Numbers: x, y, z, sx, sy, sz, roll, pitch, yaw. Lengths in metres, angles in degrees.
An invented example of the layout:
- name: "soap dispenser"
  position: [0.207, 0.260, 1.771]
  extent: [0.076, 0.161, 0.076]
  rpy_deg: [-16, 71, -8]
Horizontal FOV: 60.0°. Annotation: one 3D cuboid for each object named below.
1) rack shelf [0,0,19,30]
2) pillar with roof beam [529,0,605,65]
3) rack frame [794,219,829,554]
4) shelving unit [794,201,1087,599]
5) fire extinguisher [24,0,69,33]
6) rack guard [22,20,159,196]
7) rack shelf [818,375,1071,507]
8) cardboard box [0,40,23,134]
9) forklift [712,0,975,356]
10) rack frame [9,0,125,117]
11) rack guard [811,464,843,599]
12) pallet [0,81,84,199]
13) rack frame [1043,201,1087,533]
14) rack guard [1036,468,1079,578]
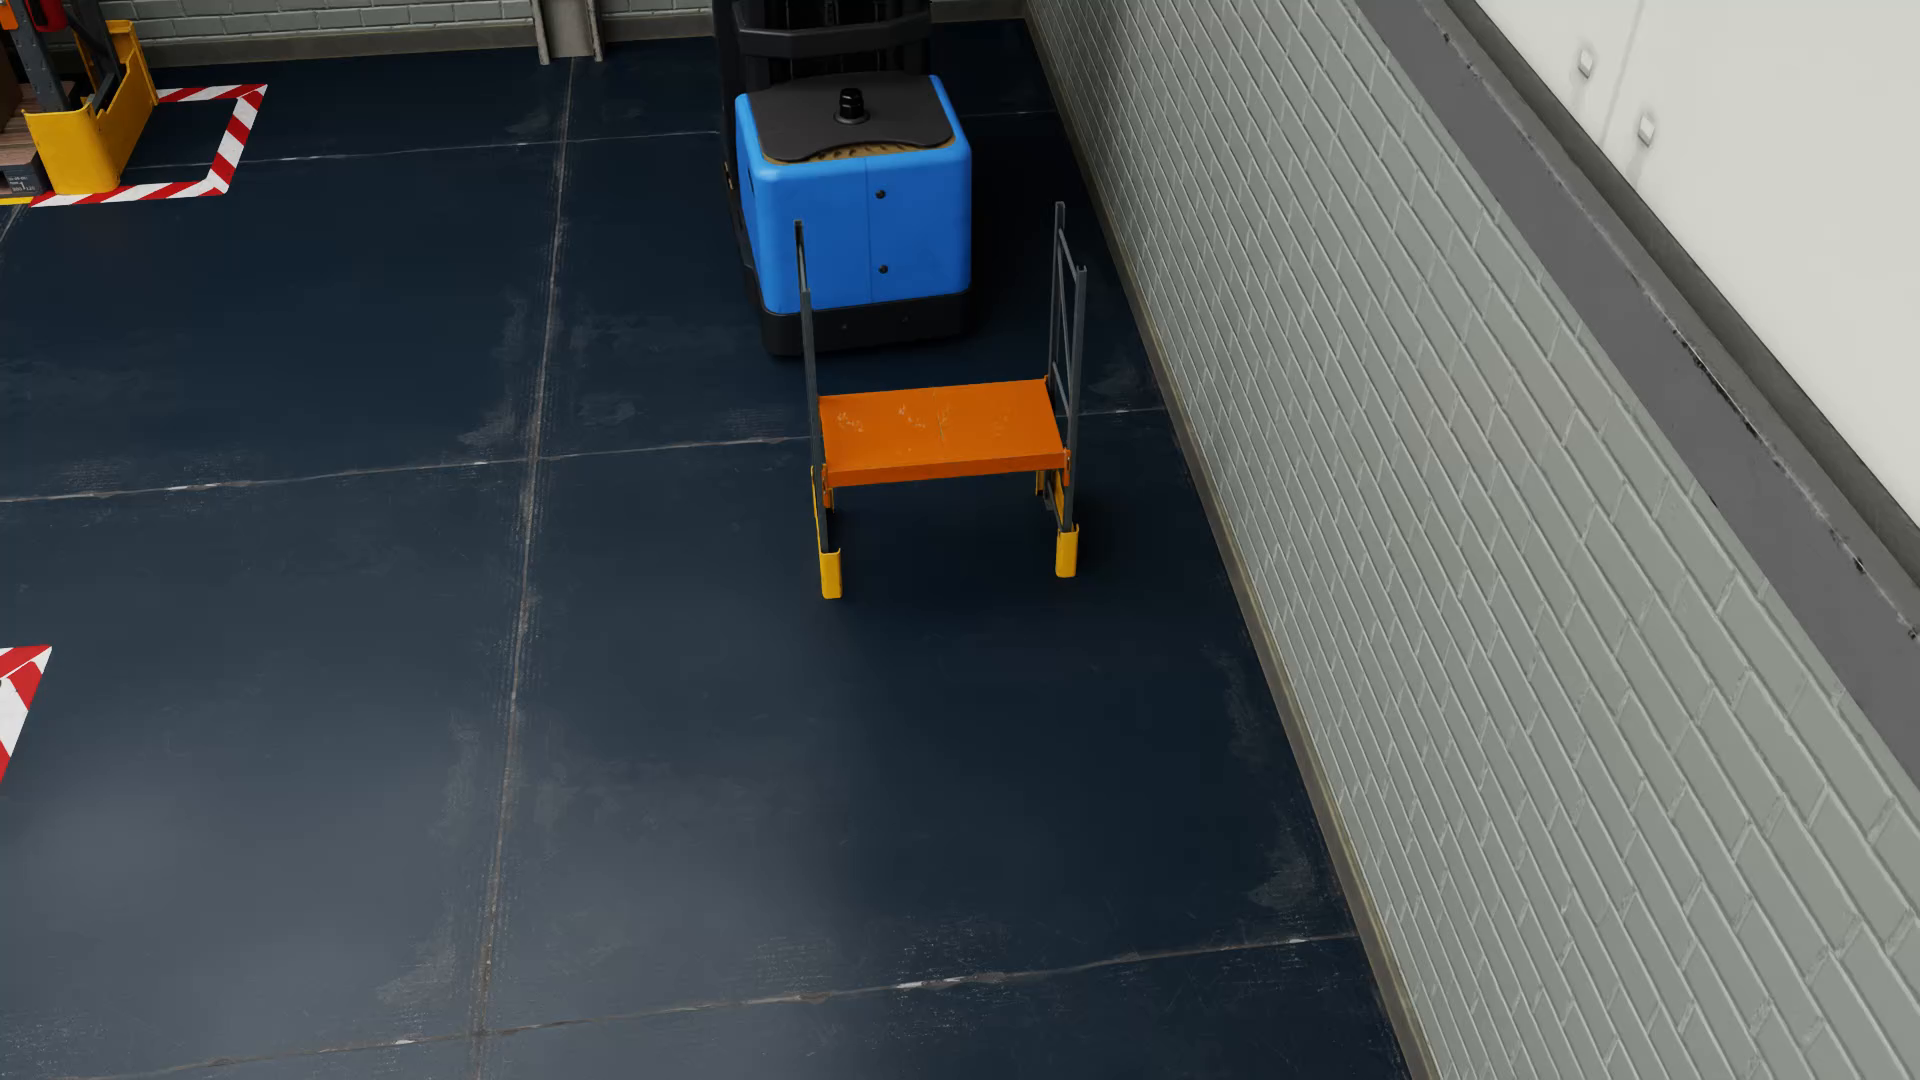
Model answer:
- name: "rack shelf"
  position: [-7.047, -3.018, 8.894]
  extent: [4.000, 0.370, 1.077]
  rpy_deg: [-5, 42, -6]
- name: "pillar with roof beam"
  position: [-1.941, -3.636, 4.563]
  extent: [0.400, 9.000, 9.100]
  rpy_deg: [-5, 42, -6]
- name: "rack frame"
  position: [-0.589, -0.505, 6.691]
  extent: [0.032, 1.500, 0.500]
  rpy_deg: [-5, 42, -6]
- name: "shelving unit"
  position: [-0.076, -0.550, 6.740]
  extent: [1.083, 1.500, 0.587]
  rpy_deg: [-5, 42, -6]
- name: "fire extinguisher"
  position: [-4.855, -2.998, 8.671]
  extent: [0.183, 0.674, 0.296]
  rpy_deg: [-5, 42, -6]
- name: "rack guard"
  position: [-5.041, -2.533, 9.685]
  extent: [0.348, 0.500, 1.175]
  rpy_deg: [-5, 42, -6]
- name: "rack shelf"
  position: [-0.085, -0.416, 6.860]
  extent: [1.000, 0.185, 0.538]
  rpy_deg: [-5, 42, -6]
- name: "cardboard box"
  position: [-5.745, -2.559, 9.401]
  extent: [0.500, 0.500, 0.700]
  rpy_deg: [-5, 42, -6]
- name: "forklift"
  position: [-0.743, -2.987, 8.373]
  extent: [1.130, 2.935, 3.031]
  rpy_deg: [-8, 43, -9]
- name: "rack frame"
  position: [-5.064, -3.459, 8.845]
  extent: [0.127, 3.000, 1.000]
  rpy_deg: [-5, 42, -6]
- name: "rack guard"
  position: [-0.569, -0.043, 7.111]
  extent: [0.087, 0.250, 0.587]
  rpy_deg: [-5, 42, -6]
- name: "pallet"
  position: [-5.847, -2.302, 9.645]
  extent: [1.213, 0.211, 1.003]
  rpy_deg: [-5, 42, -6]
- name: "rack frame"
  position: [0.419, -0.594, 6.788]
  extent: [0.032, 1.500, 0.500]
  rpy_deg: [-5, 42, -6]
- name: "rack guard"
  position: [0.418, -0.129, 7.207]
  extent: [0.087, 0.250, 0.587]
  rpy_deg: [-5, 42, -6]
